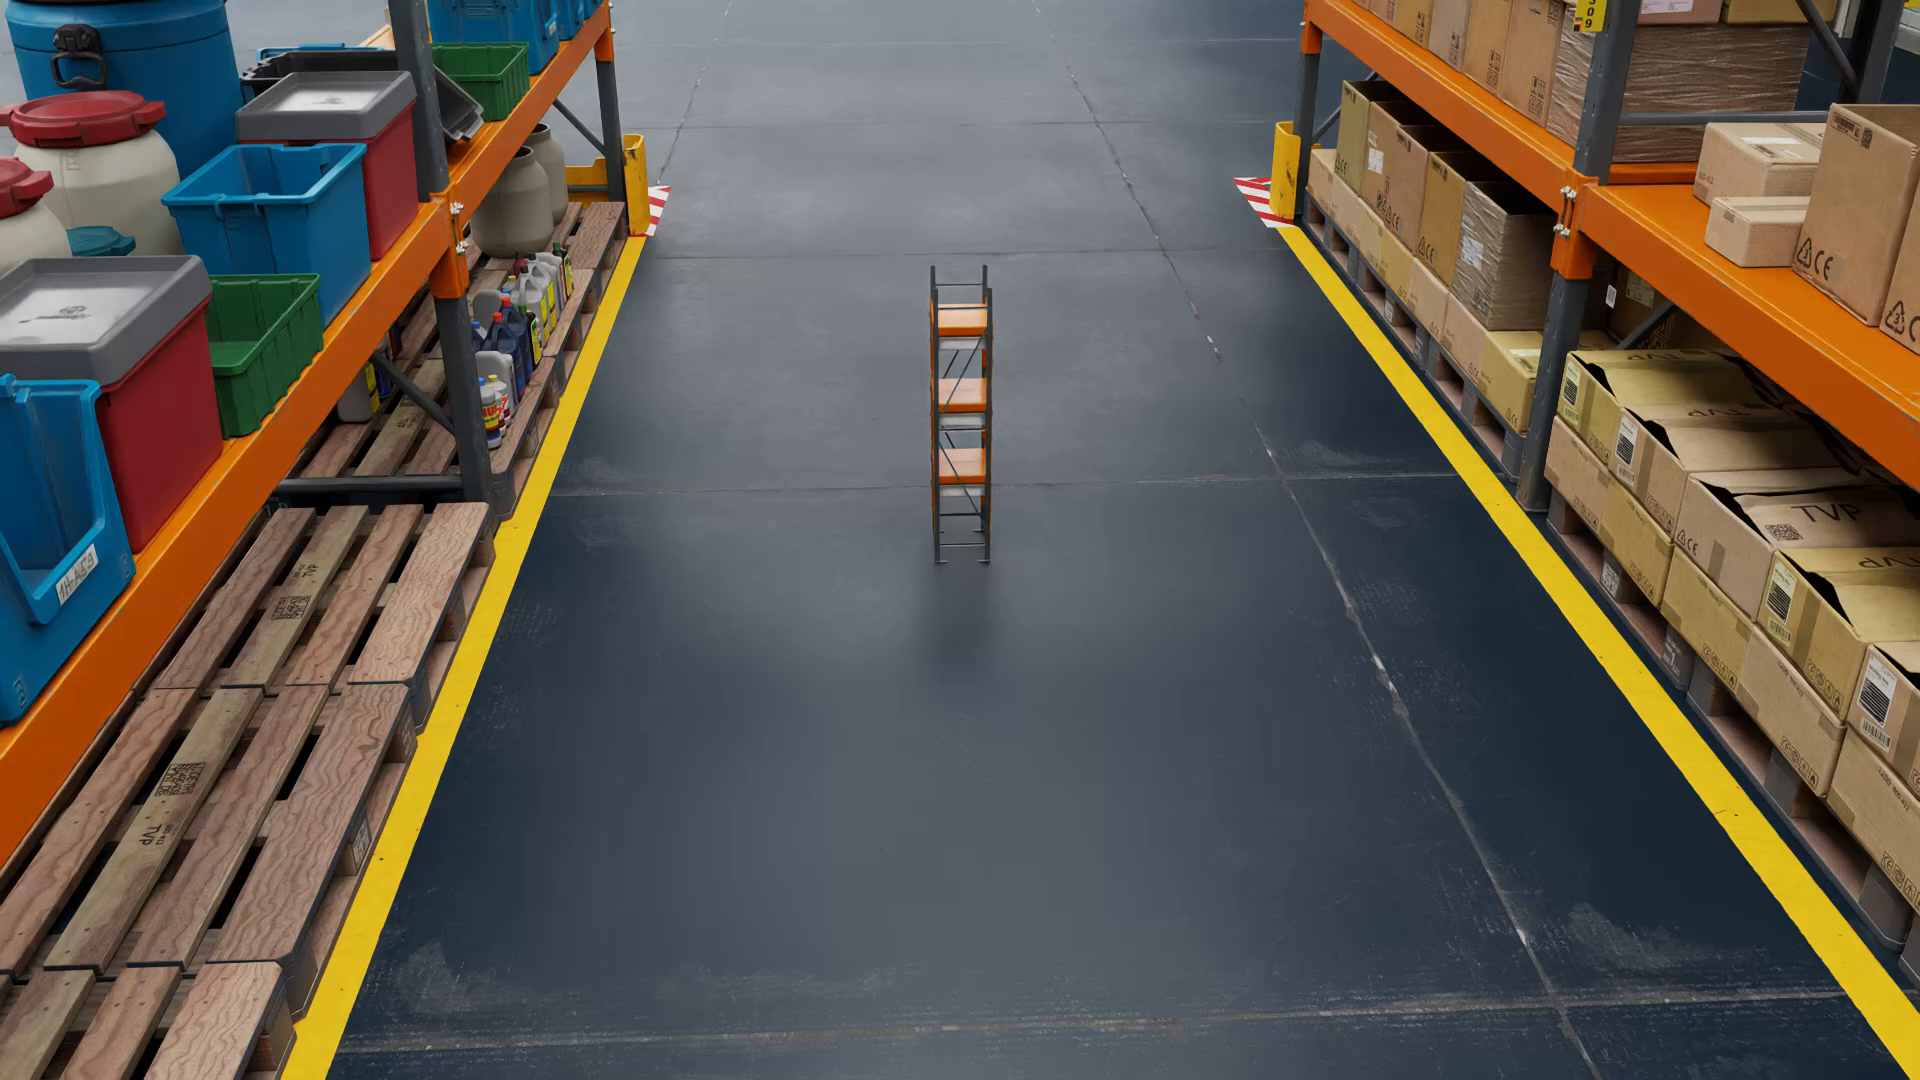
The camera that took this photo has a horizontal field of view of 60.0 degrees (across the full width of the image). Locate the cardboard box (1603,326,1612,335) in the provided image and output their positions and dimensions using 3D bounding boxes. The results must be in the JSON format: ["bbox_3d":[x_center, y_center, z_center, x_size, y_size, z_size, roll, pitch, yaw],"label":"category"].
[{"bbox_3d":[2.945,-0.890,7.232,0.500,0.250,0.500,-1,28,-3],"label":"cardboard box"}]

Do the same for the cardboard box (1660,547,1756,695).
[{"bbox_3d":[2.516,0.230,5.084,0.500,0.250,0.500,-2,28,-4],"label":"cardboard box"}]

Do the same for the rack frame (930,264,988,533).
[{"bbox_3d":[-0.004,-0.497,6.068,0.200,1.050,0.008,-1,28,-3],"label":"rack frame"}]

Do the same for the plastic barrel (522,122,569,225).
[{"bbox_3d":[-2.358,-1.981,9.040,0.421,0.512,0.421,0,28,0],"label":"plastic barrel"}]

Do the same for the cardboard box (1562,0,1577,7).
[{"bbox_3d":[2.448,-2.037,6.102,0.380,0.149,0.250,-2,28,-4],"label":"cardboard box"}]

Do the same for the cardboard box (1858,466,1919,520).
[{"bbox_3d":[3.052,-0.035,4.987,0.500,0.311,0.500,-1,28,-3],"label":"cardboard box"}]

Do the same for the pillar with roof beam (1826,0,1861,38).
[{"bbox_3d":[3.713,-8.463,12.746,9.100,9.000,0.400,-1,28,-3],"label":"pillar with roof beam"}]

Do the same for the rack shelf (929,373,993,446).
[{"bbox_3d":[0.003,-0.431,5.965,0.215,0.259,0.240,-1,28,-3],"label":"rack shelf"}]

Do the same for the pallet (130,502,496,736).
[{"bbox_3d":[-2.180,0.246,5.551,1.003,0.211,1.213,-1,28,-3],"label":"pallet"}]

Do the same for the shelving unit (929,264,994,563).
[{"bbox_3d":[0.003,-0.441,5.960,0.215,1.050,0.252,-1,28,-3],"label":"shelving unit"}]

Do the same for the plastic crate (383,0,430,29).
[{"bbox_3d":[-2.743,-2.662,8.395,0.298,0.136,0.250,-1,28,-3],"label":"plastic crate"}]

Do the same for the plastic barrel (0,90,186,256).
[{"bbox_3d":[-2.429,-0.966,4.711,0.433,0.535,0.433,0,28,0],"label":"plastic barrel"}]

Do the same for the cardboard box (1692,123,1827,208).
[{"bbox_3d":[2.756,-1.178,5.426,0.500,0.250,0.500,0,28,1],"label":"cardboard box"}]

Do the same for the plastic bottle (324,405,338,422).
[{"bbox_3d":[-2.581,-0.664,6.667,0.144,0.351,0.185,-2,28,-4],"label":"plastic bottle"}]

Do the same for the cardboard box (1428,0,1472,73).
[{"bbox_3d":[2.573,-2.431,7.560,0.700,0.500,0.500,-1,28,-1],"label":"cardboard box"}]

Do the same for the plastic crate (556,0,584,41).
[{"bbox_3d":[-2.115,-2.610,8.171,0.499,0.251,0.408,-1,28,-3],"label":"plastic crate"}]

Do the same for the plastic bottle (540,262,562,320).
[{"bbox_3d":[-1.942,-1.168,7.716,0.152,0.276,0.135,-2,28,-4],"label":"plastic bottle"}]

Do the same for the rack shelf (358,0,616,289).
[{"bbox_3d":[-2.364,-1.957,7.537,1.077,0.370,4.000,-1,28,-3],"label":"rack shelf"}]

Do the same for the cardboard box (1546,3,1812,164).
[{"bbox_3d":[2.658,-1.719,6.195,0.700,0.500,0.500,-2,28,-4],"label":"cardboard box"}]

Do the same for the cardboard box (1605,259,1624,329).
[{"bbox_3d":[2.941,-1.222,7.058,0.500,0.500,0.500,-1,28,-3],"label":"cardboard box"}]

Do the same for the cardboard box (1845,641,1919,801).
[{"bbox_3d":[2.565,0.452,4.052,0.500,0.311,0.500,-2,28,-3],"label":"cardboard box"}]

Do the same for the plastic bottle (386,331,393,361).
[{"bbox_3d":[-2.507,-0.886,7.166,0.061,0.283,0.133,-1,28,-3],"label":"plastic bottle"}]

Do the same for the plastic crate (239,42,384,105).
[{"bbox_3d":[-2.589,-1.791,6.601,0.499,0.251,0.616,-1,28,-3],"label":"plastic crate"}]

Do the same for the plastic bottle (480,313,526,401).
[{"bbox_3d":[-1.888,-0.756,6.844,0.144,0.351,0.185,-1,28,-1],"label":"plastic bottle"}]

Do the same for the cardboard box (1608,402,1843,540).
[{"bbox_3d":[2.481,-0.258,5.414,0.500,0.311,0.500,-2,28,-3],"label":"cardboard box"}]

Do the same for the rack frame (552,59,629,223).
[{"bbox_3d":[-2.469,-3.200,9.141,1.000,3.000,0.127,-1,28,-3],"label":"rack frame"}]

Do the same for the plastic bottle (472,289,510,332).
[{"bbox_3d":[-2.066,-0.991,7.376,0.152,0.276,0.135,-1,28,-3],"label":"plastic bottle"}]

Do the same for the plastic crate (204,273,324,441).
[{"bbox_3d":[-1.887,-0.461,4.120,0.450,0.188,0.662,-1,28,-3],"label":"plastic crate"}]

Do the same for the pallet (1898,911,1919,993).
[{"bbox_3d":[2.892,1.232,3.659,1.003,0.211,1.213,-1,28,-3],"label":"pallet"}]

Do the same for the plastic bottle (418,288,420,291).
[{"bbox_3d":[-2.685,-1.340,8.051,0.097,0.271,0.097,0,28,0],"label":"plastic bottle"}]

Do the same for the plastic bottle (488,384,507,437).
[{"bbox_3d":[-1.844,-0.511,6.537,0.097,0.201,0.097,0,28,0],"label":"plastic bottle"}]

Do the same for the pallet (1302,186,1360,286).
[{"bbox_3d":[2.560,-1.729,9.337,1.003,0.211,1.213,-1,28,-3],"label":"pallet"}]

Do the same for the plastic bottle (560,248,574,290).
[{"bbox_3d":[-1.935,-1.317,8.081,0.097,0.201,0.097,0,28,0],"label":"plastic bottle"}]

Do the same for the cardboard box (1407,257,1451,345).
[{"bbox_3d":[2.387,-1.108,7.650,0.500,0.250,0.500,-1,28,-3],"label":"cardboard box"}]

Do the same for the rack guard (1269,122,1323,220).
[{"bbox_3d":[2.477,-2.220,9.967,1.175,0.500,0.348,-1,28,-3],"label":"rack guard"}]

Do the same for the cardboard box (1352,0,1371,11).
[{"bbox_3d":[2.490,-3.146,8.930,0.700,0.500,0.500,-1,28,-3],"label":"cardboard box"}]

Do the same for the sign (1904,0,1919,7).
[{"bbox_3d":[3.228,-1.966,5.610,0.100,0.325,0.005,-1,28,-3],"label":"sign"}]

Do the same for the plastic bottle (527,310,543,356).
[{"bbox_3d":[-1.889,-0.908,7.298,0.097,0.201,0.097,0,28,0],"label":"plastic bottle"}]

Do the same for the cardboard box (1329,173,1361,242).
[{"bbox_3d":[2.314,-1.801,8.978,0.500,0.250,0.500,-1,28,-3],"label":"cardboard box"}]

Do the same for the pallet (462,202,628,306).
[{"bbox_3d":[-2.381,-1.554,9.001,1.003,0.211,1.213,-1,28,-3],"label":"pallet"}]

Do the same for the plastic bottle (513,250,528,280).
[{"bbox_3d":[-2.055,-1.233,7.832,0.061,0.283,0.133,-1,28,-3],"label":"plastic bottle"}]

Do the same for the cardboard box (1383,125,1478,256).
[{"bbox_3d":[2.360,-1.671,7.919,0.500,0.500,0.500,-1,28,-3],"label":"cardboard box"}]
